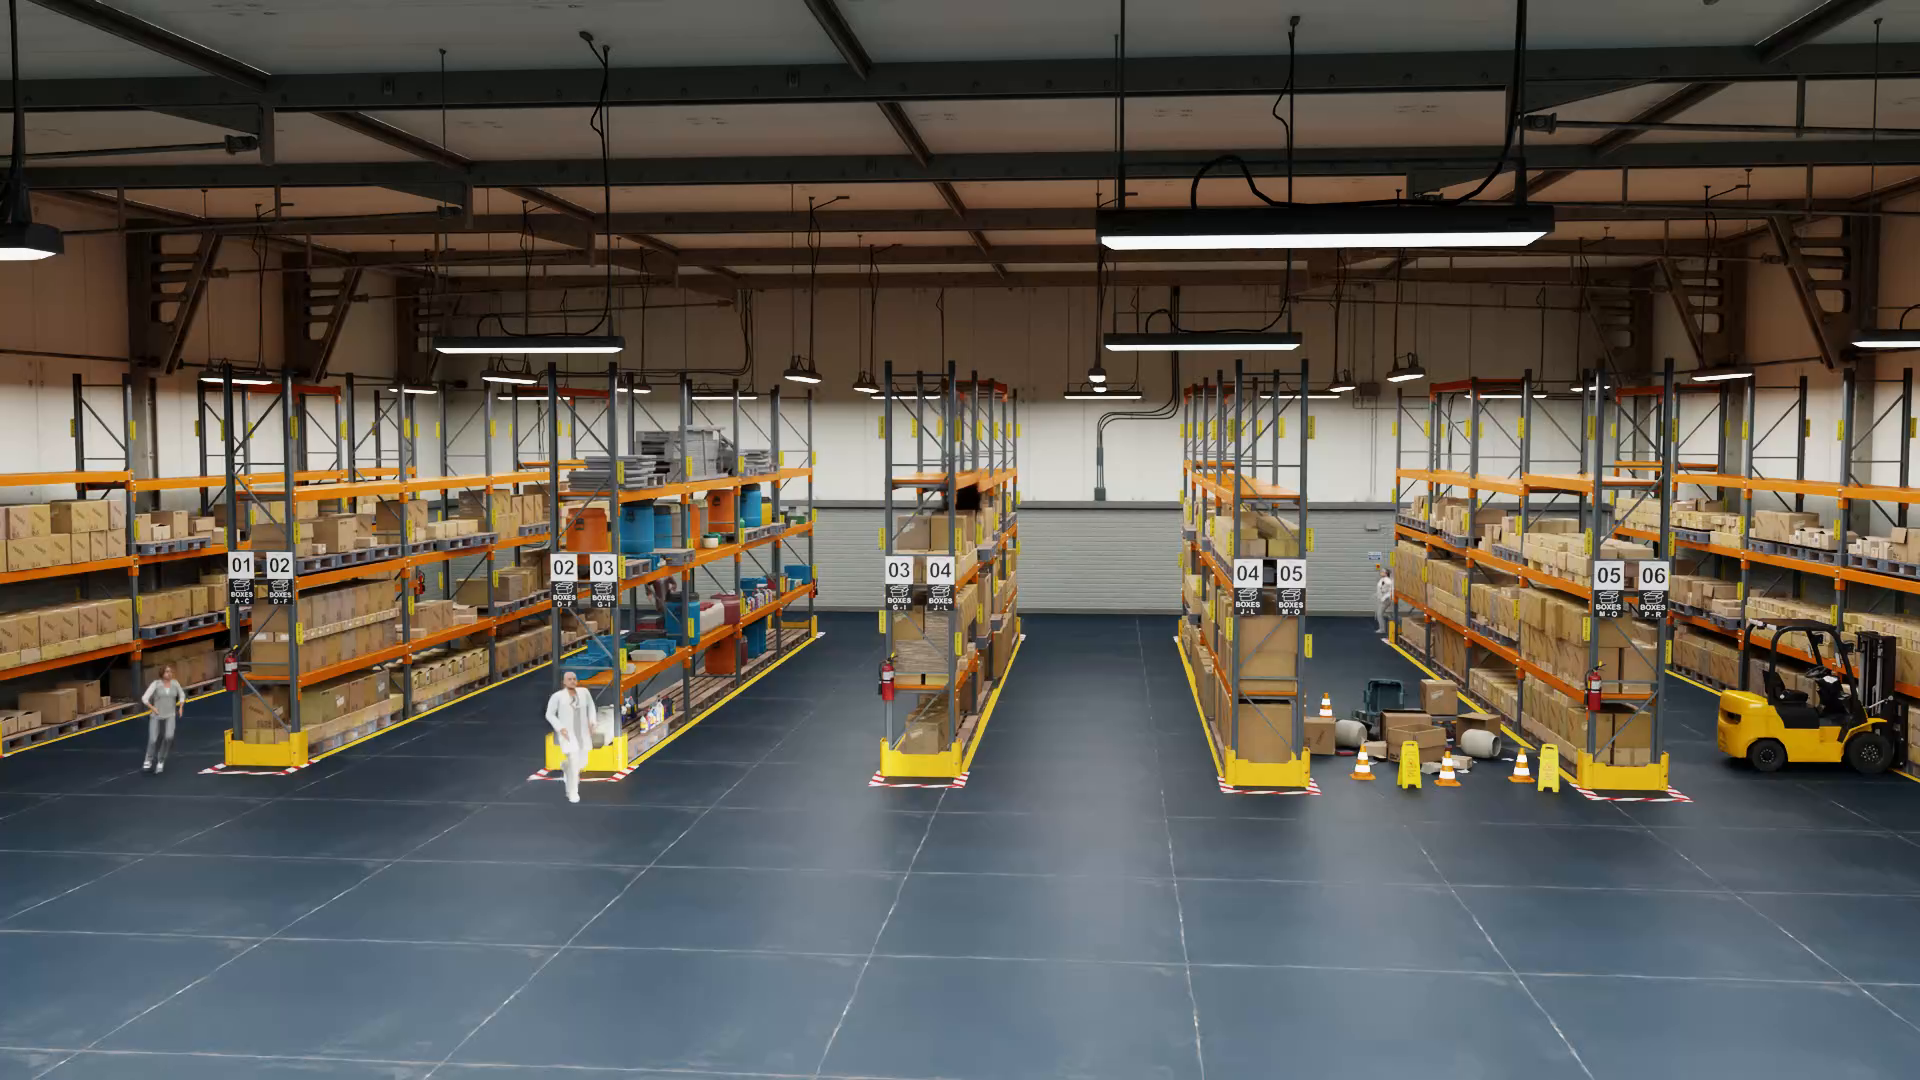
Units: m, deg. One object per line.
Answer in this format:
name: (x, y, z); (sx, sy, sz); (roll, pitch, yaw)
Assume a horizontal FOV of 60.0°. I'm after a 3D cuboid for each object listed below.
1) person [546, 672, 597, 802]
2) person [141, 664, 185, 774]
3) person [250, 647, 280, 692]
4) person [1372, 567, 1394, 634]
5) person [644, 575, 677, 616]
person: (-5.305, 2.662, 22.660); (0.714, 1.754, 0.709); (-3, 5, -35)
person: (-11.691, 2.616, 24.434); (0.599, 1.584, 0.609); (-2, 4, -32)
person: (-12.410, 2.211, 29.837); (0.661, 1.682, 0.585); (0, 4, 0)
person: (10.507, 1.478, 41.020); (0.611, 1.655, 0.609); (-1, 4, -12)
person: (-7.238, 1.435, 40.358); (0.765, 1.722, 0.849); (-2, 4, -26)
